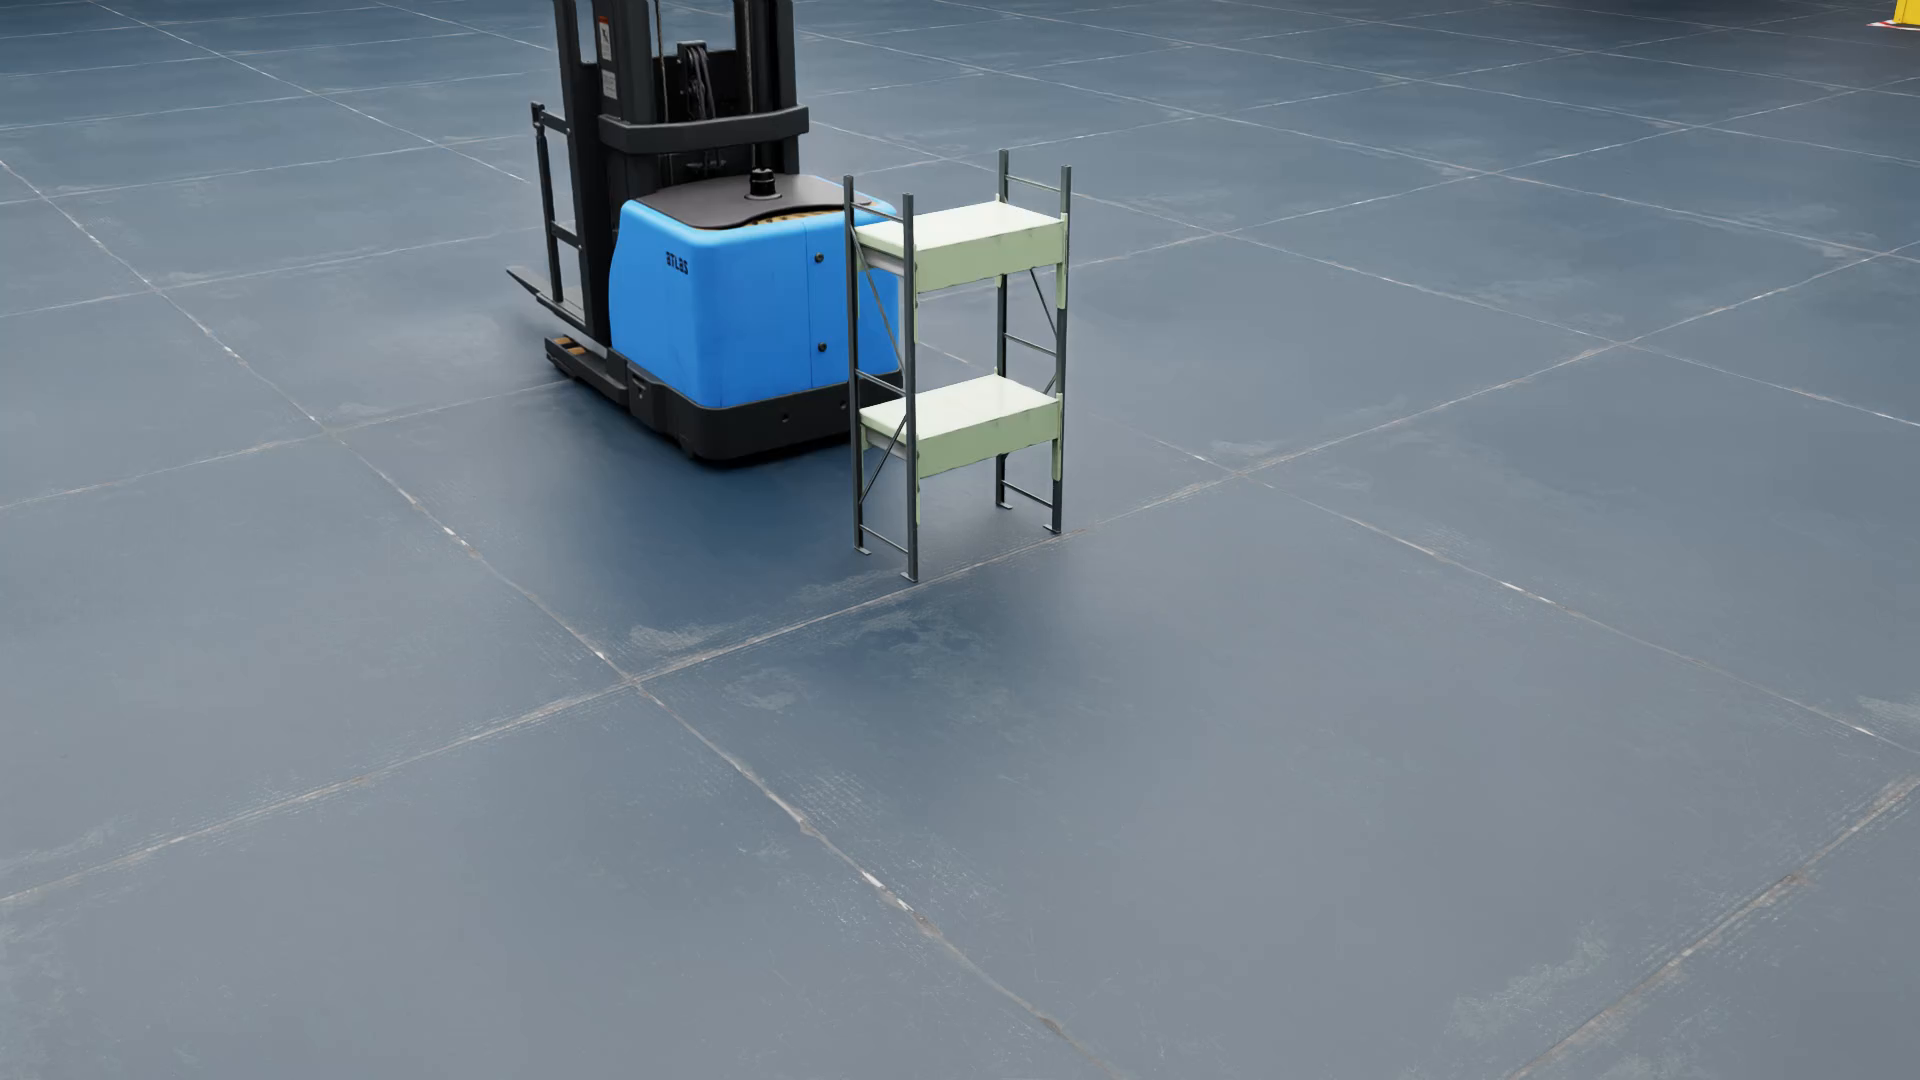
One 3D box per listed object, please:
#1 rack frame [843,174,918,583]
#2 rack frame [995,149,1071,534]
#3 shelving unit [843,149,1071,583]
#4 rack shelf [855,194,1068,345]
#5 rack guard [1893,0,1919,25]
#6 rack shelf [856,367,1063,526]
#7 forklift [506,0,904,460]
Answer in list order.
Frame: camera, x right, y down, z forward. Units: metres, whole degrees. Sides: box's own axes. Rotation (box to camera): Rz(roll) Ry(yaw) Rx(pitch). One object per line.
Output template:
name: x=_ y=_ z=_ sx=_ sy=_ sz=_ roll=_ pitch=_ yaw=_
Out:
rack frame: x=-0.293 y=-0.583 z=6.226 sx=0.023 sy=1.500 sz=0.400 roll=-18 pitch=31 yaw=-34
rack frame: x=0.283 y=-0.774 z=6.635 sx=0.023 sy=1.500 sz=0.400 roll=-18 pitch=31 yaw=-34
shelving unit: x=-0.005 y=-0.679 z=6.431 sx=0.755 sy=1.500 sz=0.431 roll=-18 pitch=31 yaw=-34
rack shelf: x=-0.005 y=-1.033 z=6.266 sx=0.720 sy=0.370 sz=0.431 roll=-18 pitch=31 yaw=-34
rack guard: x=11.984 y=-6.469 z=20.094 sx=0.348 sy=0.500 sz=1.175 roll=-18 pitch=31 yaw=-34
rack shelf: x=-0.005 y=-0.383 z=6.568 sx=0.720 sy=0.370 sz=0.431 roll=-18 pitch=31 yaw=-34
forklift: x=-1.503 y=-2.251 z=8.119 sx=1.130 sy=2.935 sz=3.031 roll=-16 pitch=29 yaw=-30
